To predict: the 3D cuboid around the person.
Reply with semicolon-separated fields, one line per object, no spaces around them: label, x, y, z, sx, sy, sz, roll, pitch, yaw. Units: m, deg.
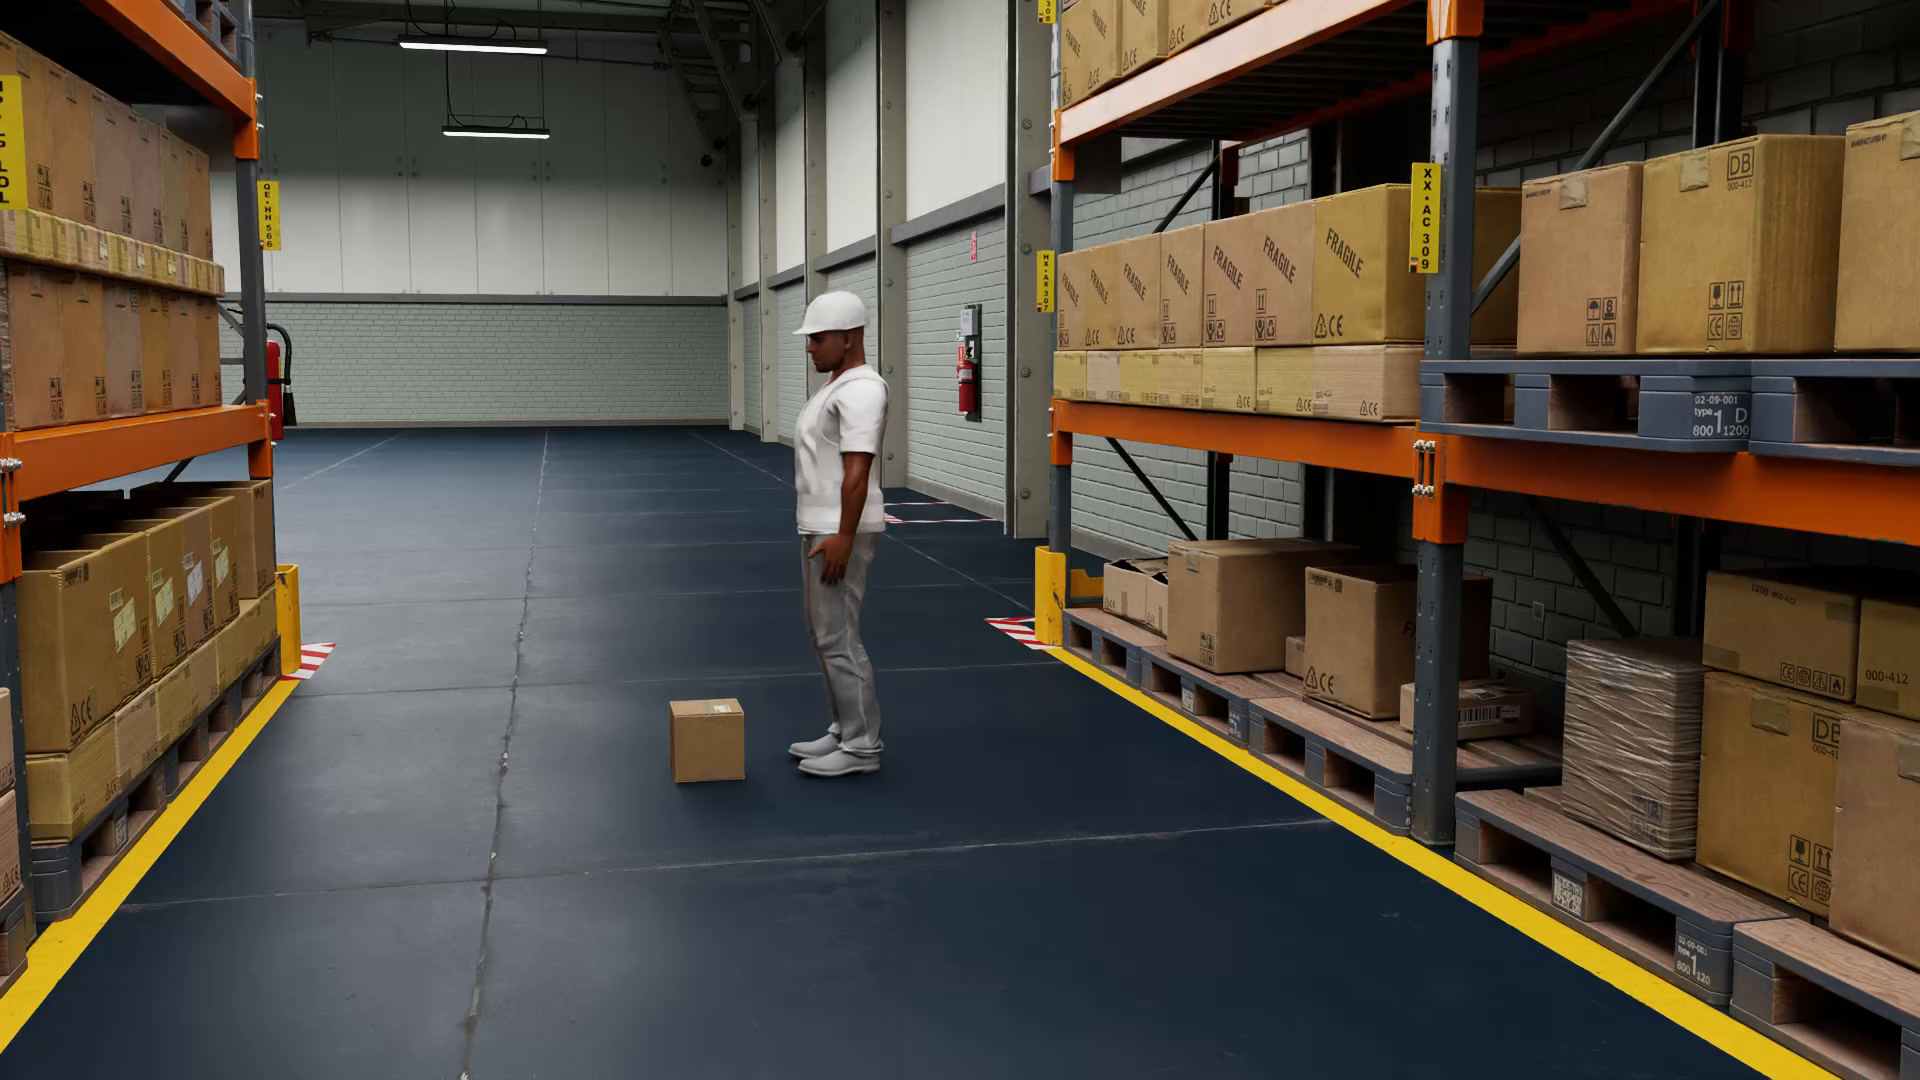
person;-0.443;-0.029;6.123;0.361;1.762;0.566;-1;6;-13
